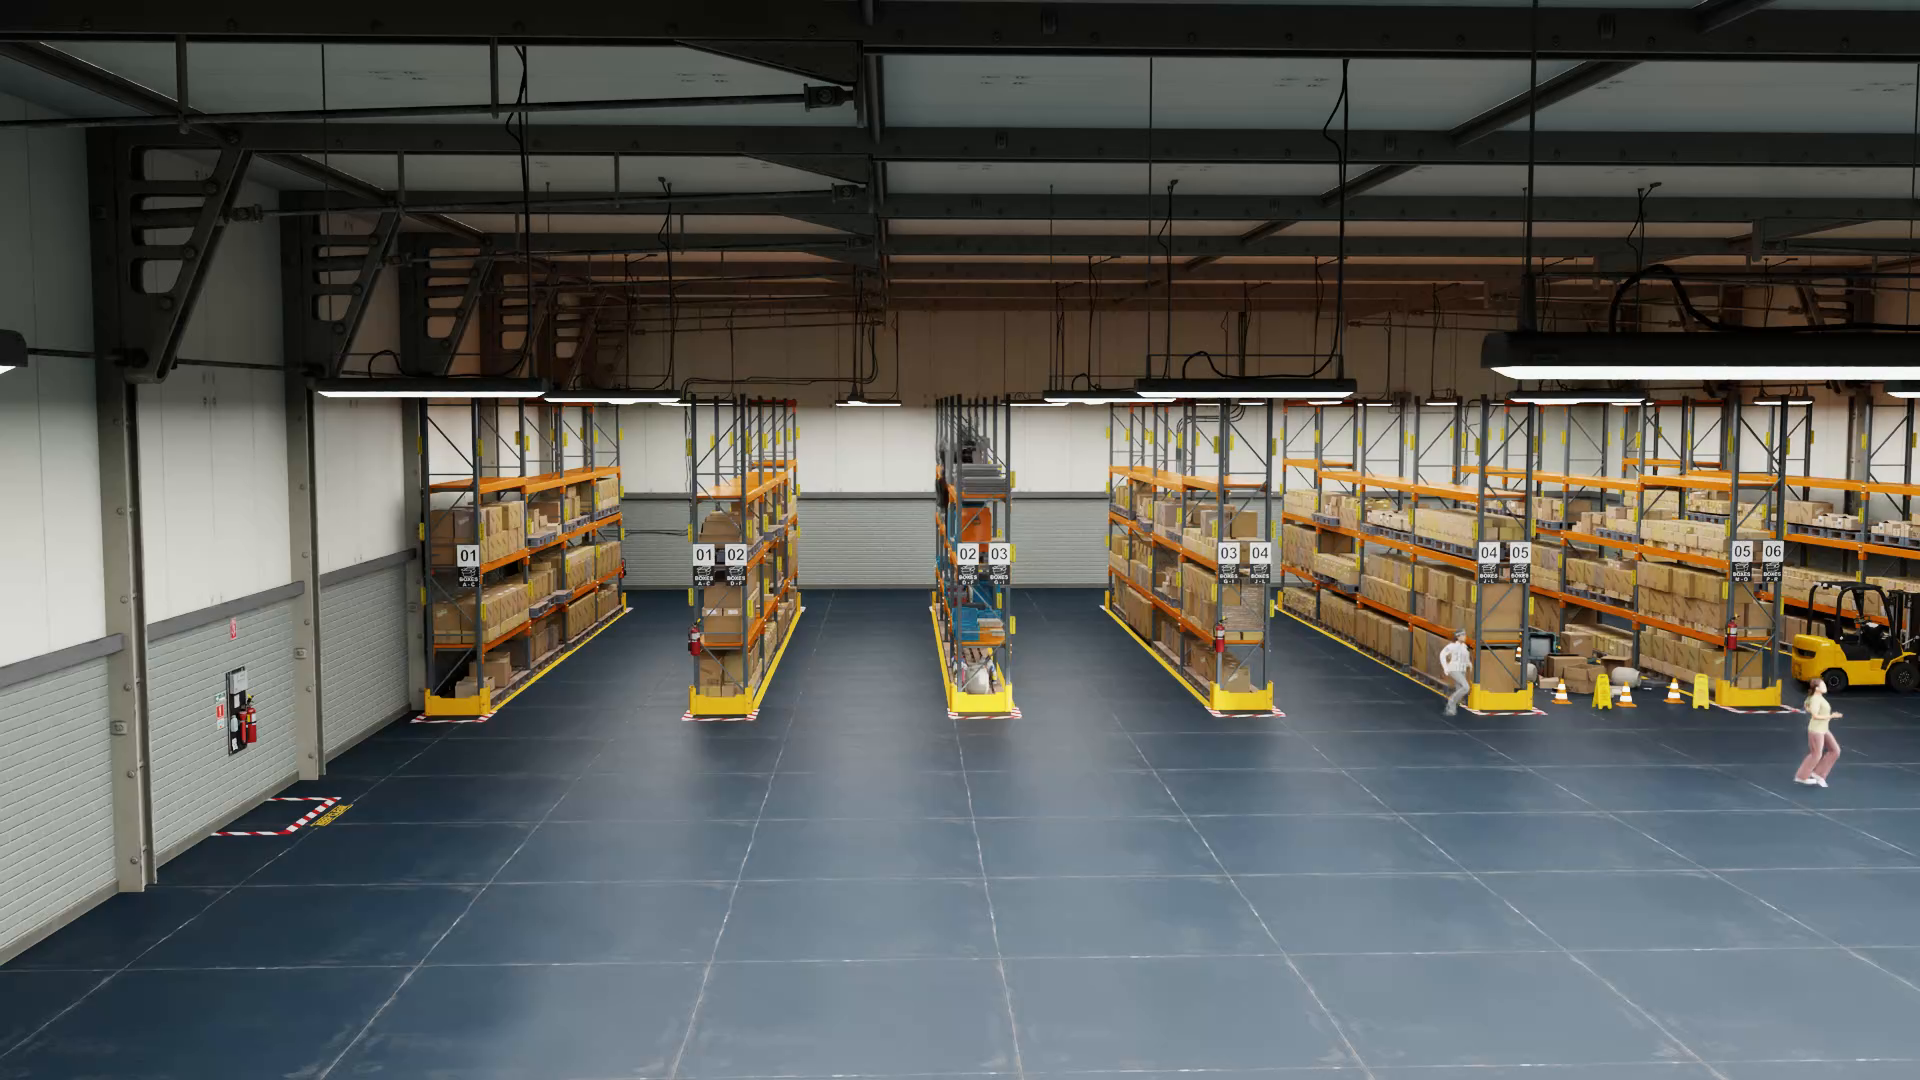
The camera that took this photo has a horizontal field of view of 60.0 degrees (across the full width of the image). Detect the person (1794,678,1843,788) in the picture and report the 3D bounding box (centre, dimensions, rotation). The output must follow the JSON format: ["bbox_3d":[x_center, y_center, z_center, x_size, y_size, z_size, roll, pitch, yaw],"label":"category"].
[{"bbox_3d":[12.984,2.972,25.121,0.633,1.584,0.560,3,6,37],"label":"person"}]

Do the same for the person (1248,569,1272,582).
[{"bbox_3d":[8.059,1.323,44.800,0.689,1.745,0.580,0,4,0],"label":"person"}]

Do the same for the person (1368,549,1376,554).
[{"bbox_3d":[11.493,1.162,46.377,0.661,1.829,0.843,-1,5,-13],"label":"person"}]

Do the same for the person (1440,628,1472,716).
[{"bbox_3d":[9.325,2.462,30.973,0.603,1.638,0.560,-3,6,-36],"label":"person"}]

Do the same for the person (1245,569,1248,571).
[{"bbox_3d":[7.970,1.204,46.144,0.702,1.750,0.751,0,5,-3],"label":"person"}]
